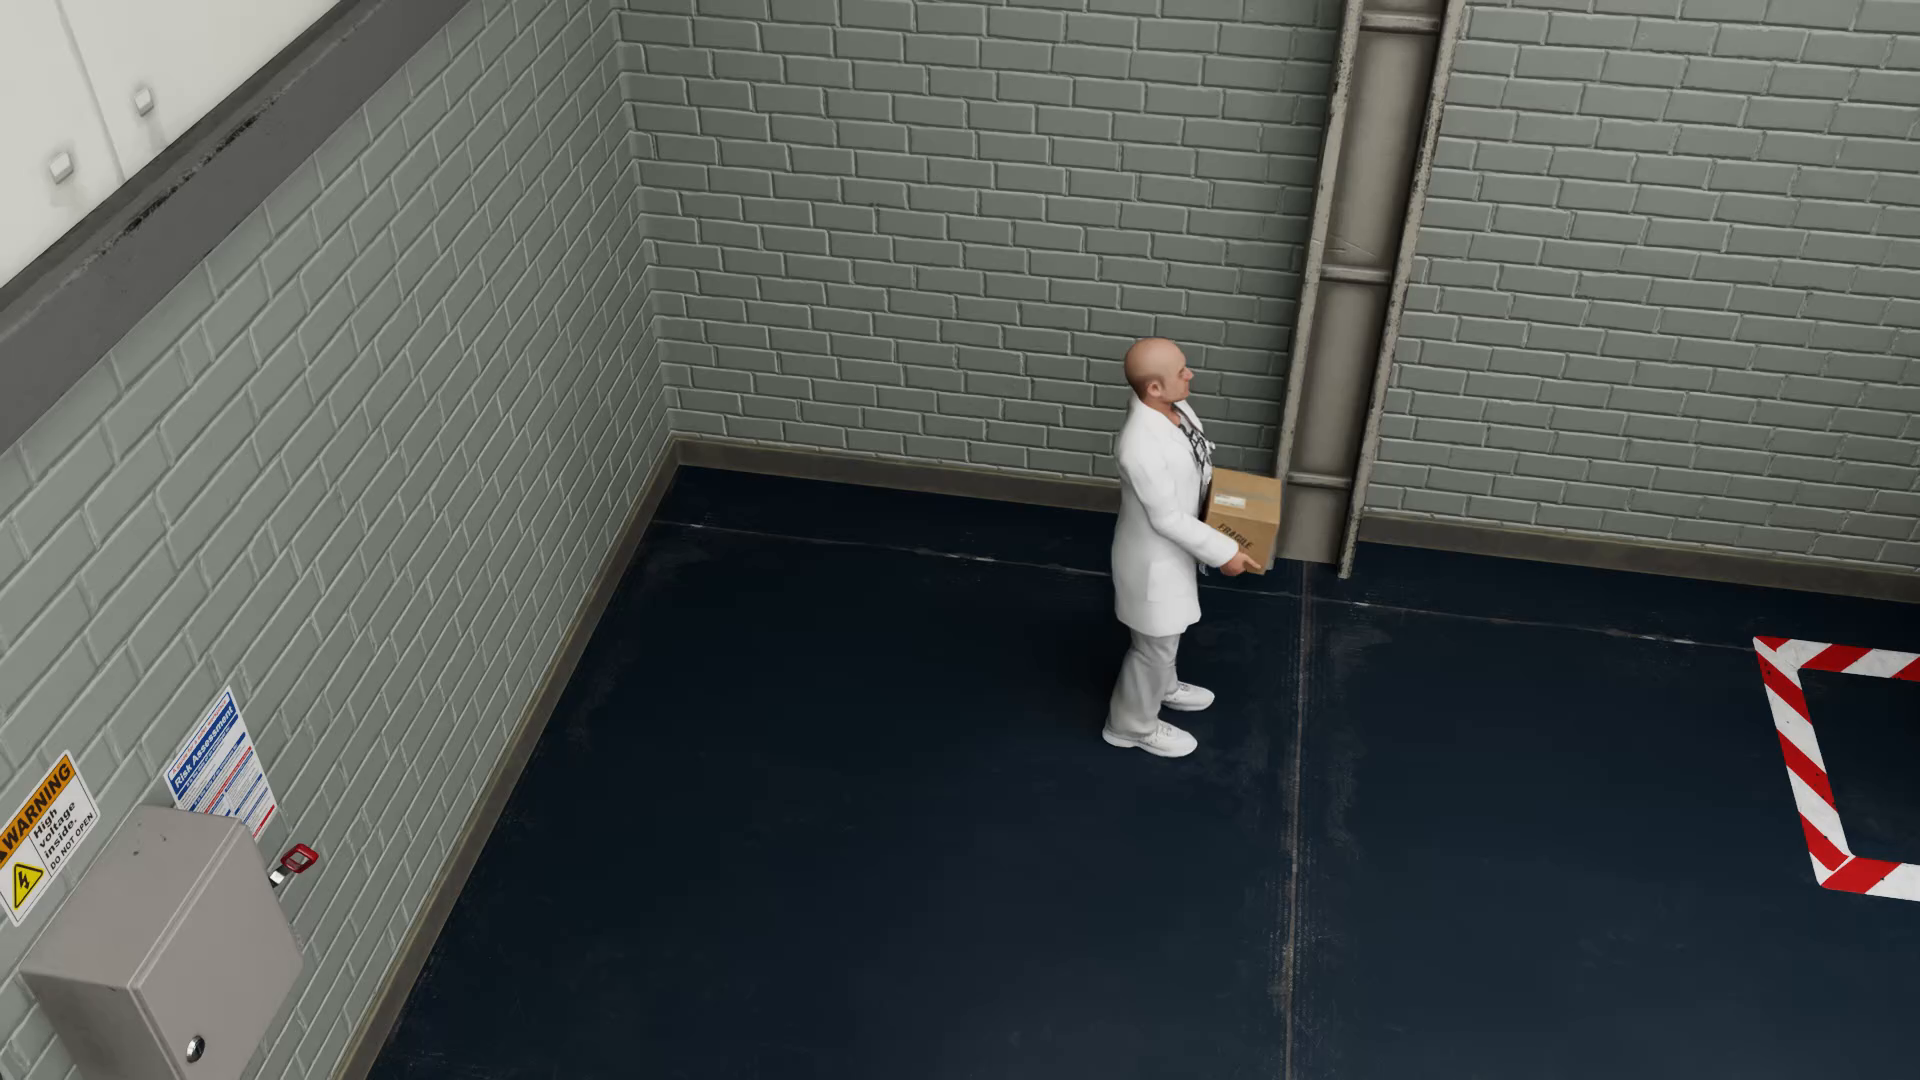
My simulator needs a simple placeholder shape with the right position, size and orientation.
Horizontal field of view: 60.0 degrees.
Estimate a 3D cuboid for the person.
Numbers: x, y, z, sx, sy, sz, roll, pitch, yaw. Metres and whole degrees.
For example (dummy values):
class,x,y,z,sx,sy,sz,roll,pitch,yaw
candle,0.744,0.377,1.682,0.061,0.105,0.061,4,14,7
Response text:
class,x,y,z,sx,sy,sz,roll,pitch,yaw
person,0.823,0.041,6.120,0.554,1.773,0.532,6,40,8
